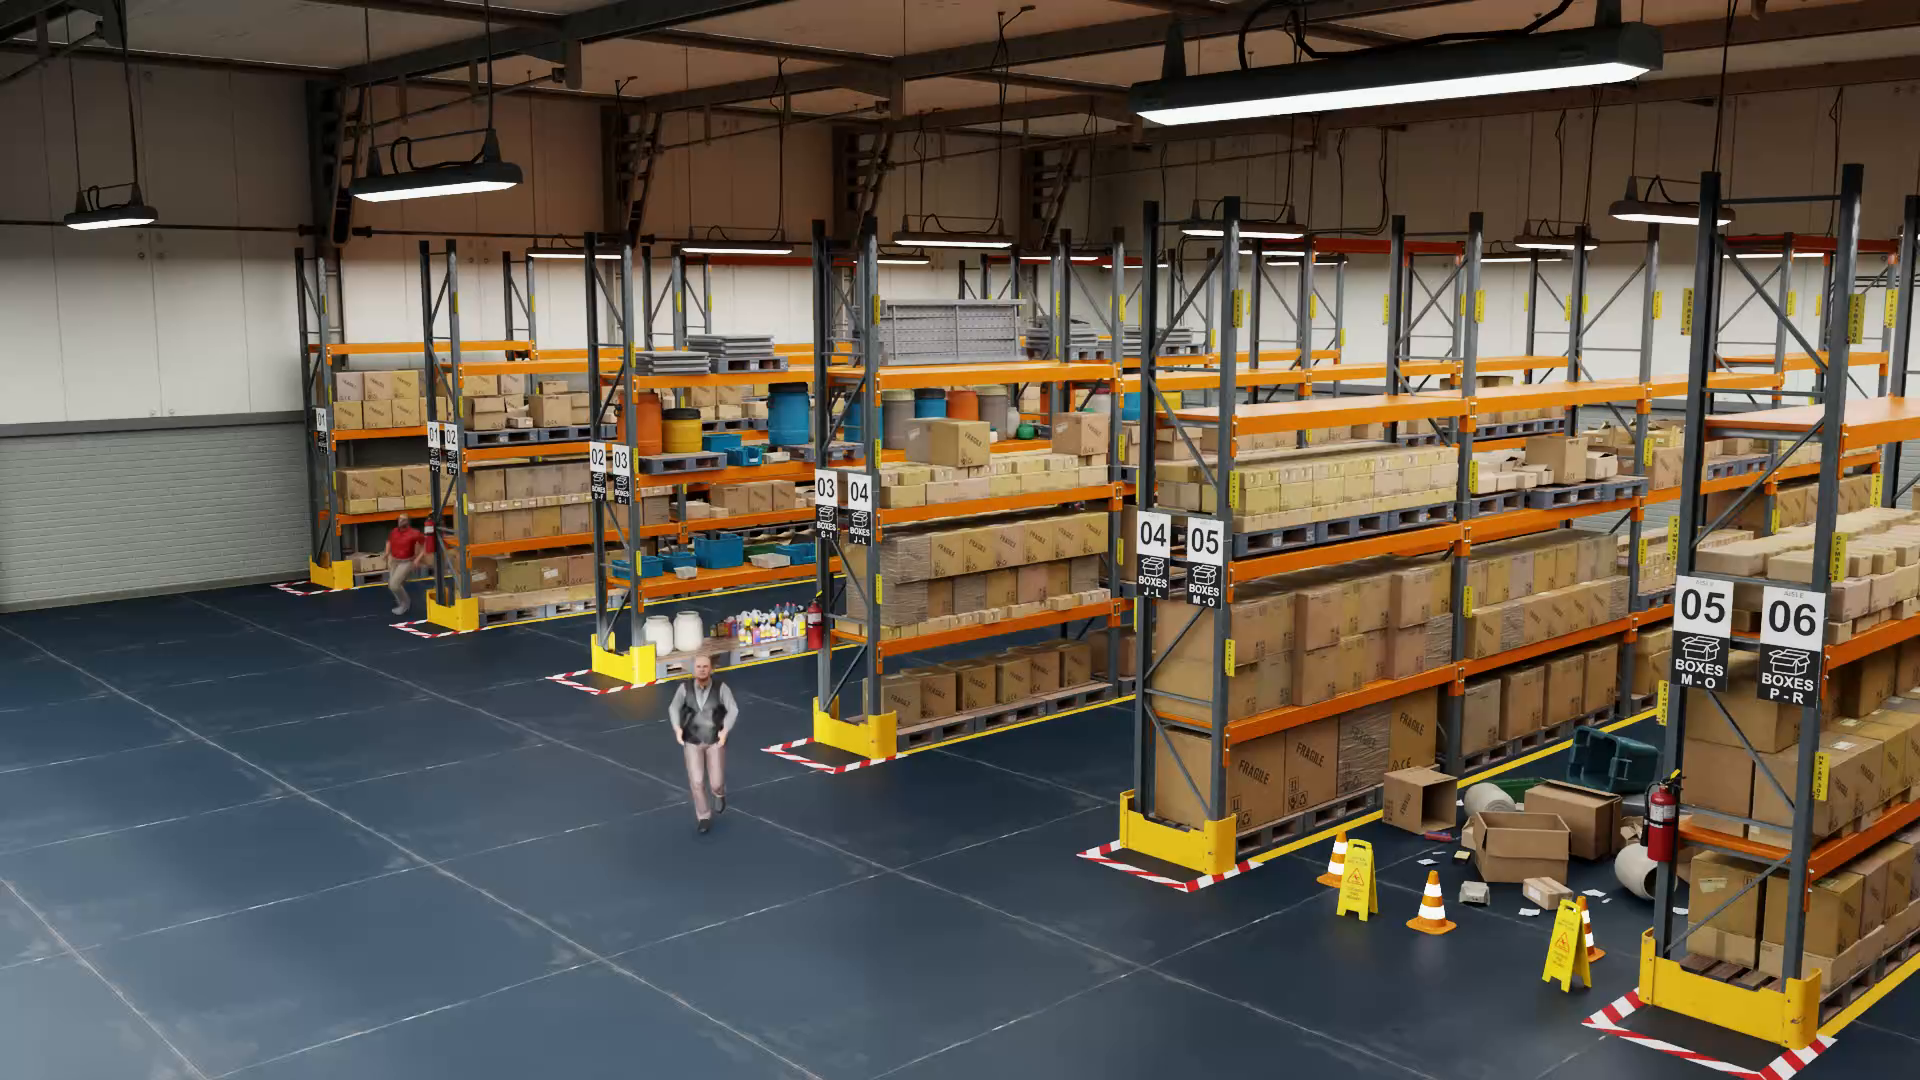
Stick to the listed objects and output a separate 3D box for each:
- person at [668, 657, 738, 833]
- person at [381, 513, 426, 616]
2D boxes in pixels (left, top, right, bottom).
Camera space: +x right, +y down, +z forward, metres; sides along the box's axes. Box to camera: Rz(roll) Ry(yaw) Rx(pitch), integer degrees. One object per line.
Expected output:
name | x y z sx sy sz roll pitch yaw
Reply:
person | -2.507 1.961 16.248 0.682 1.688 0.648 0 8 -3
person | -9.019 0.403 26.924 0.721 1.693 0.611 4 9 27
